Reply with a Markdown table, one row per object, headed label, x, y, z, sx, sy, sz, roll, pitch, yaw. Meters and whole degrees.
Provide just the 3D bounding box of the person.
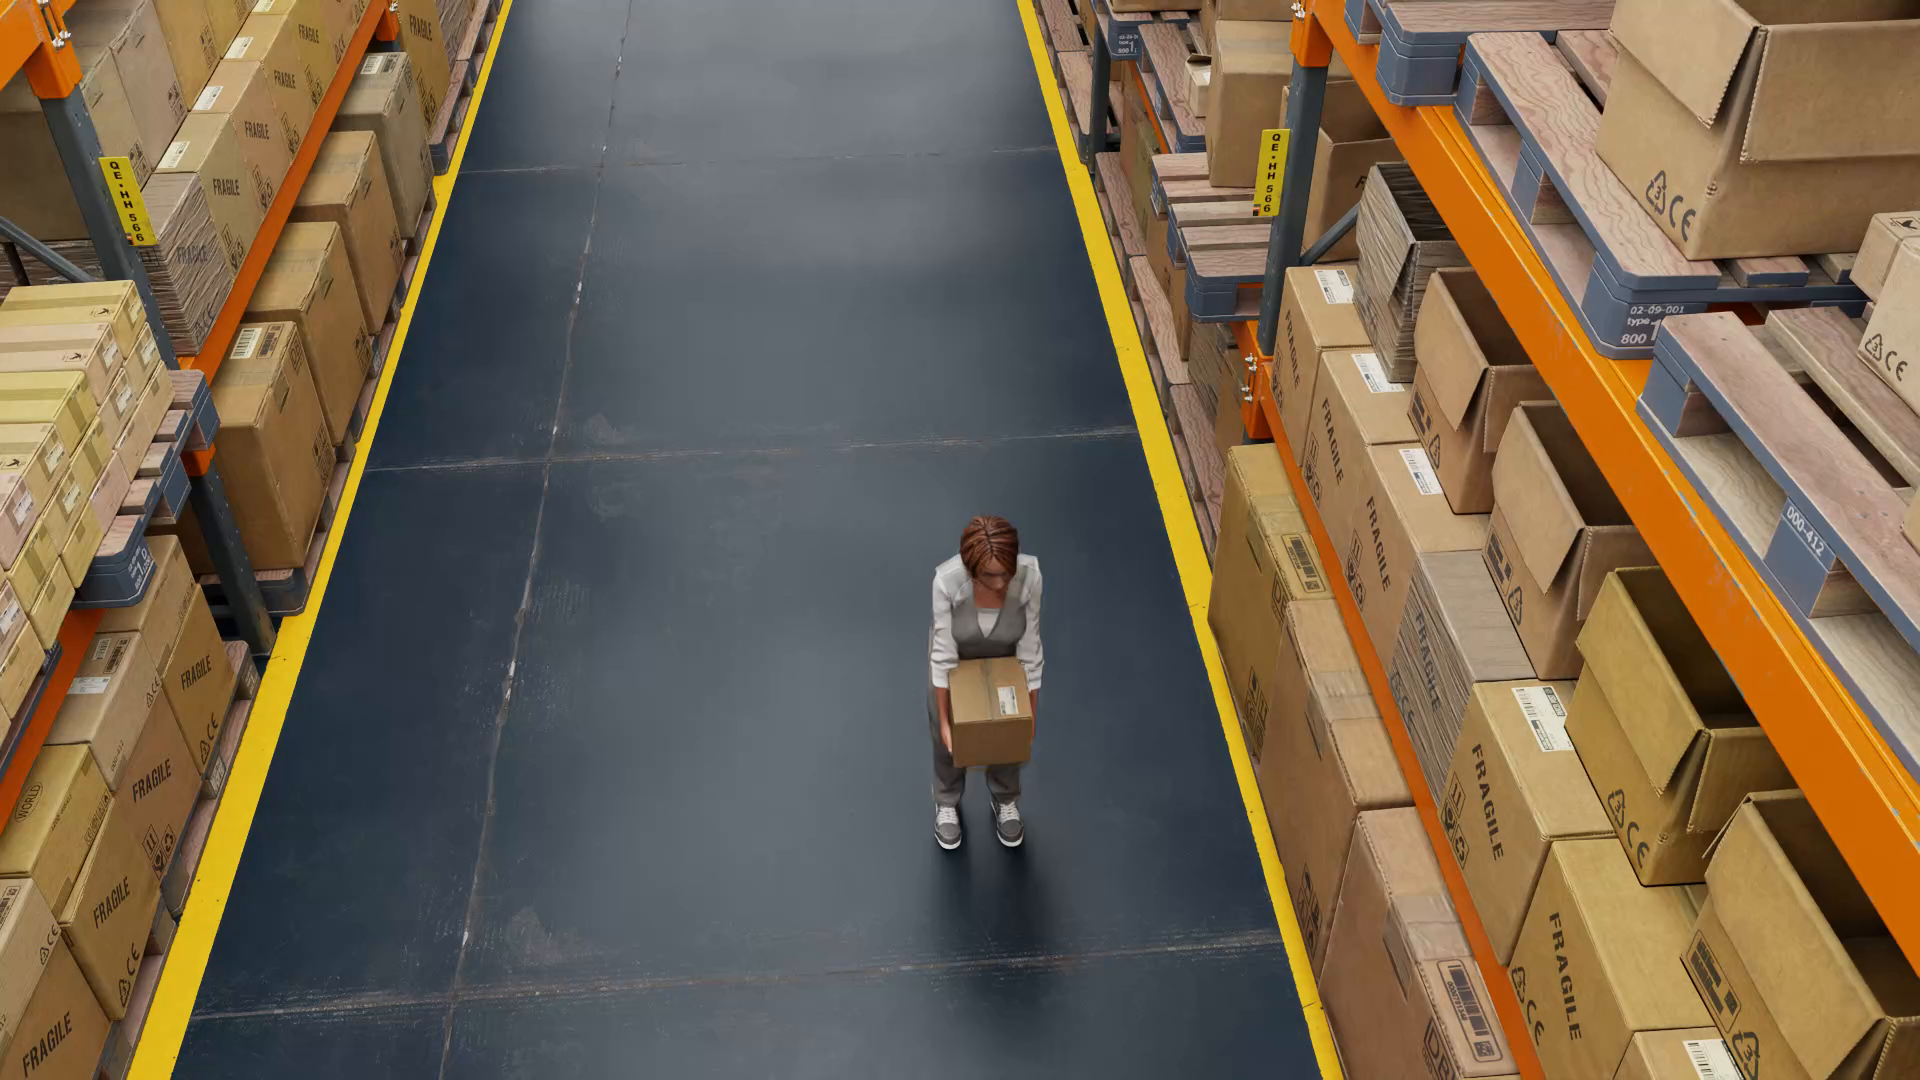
| label | x | y | z | sx | sy | sz | roll | pitch | yaw |
| --- | --- | --- | --- | --- | --- | --- | --- | --- | --- |
| person | 0.078 | 0.495 | 5.609 | 0.373 | 1.550 | 0.533 | -4 | 40 | -5 |
